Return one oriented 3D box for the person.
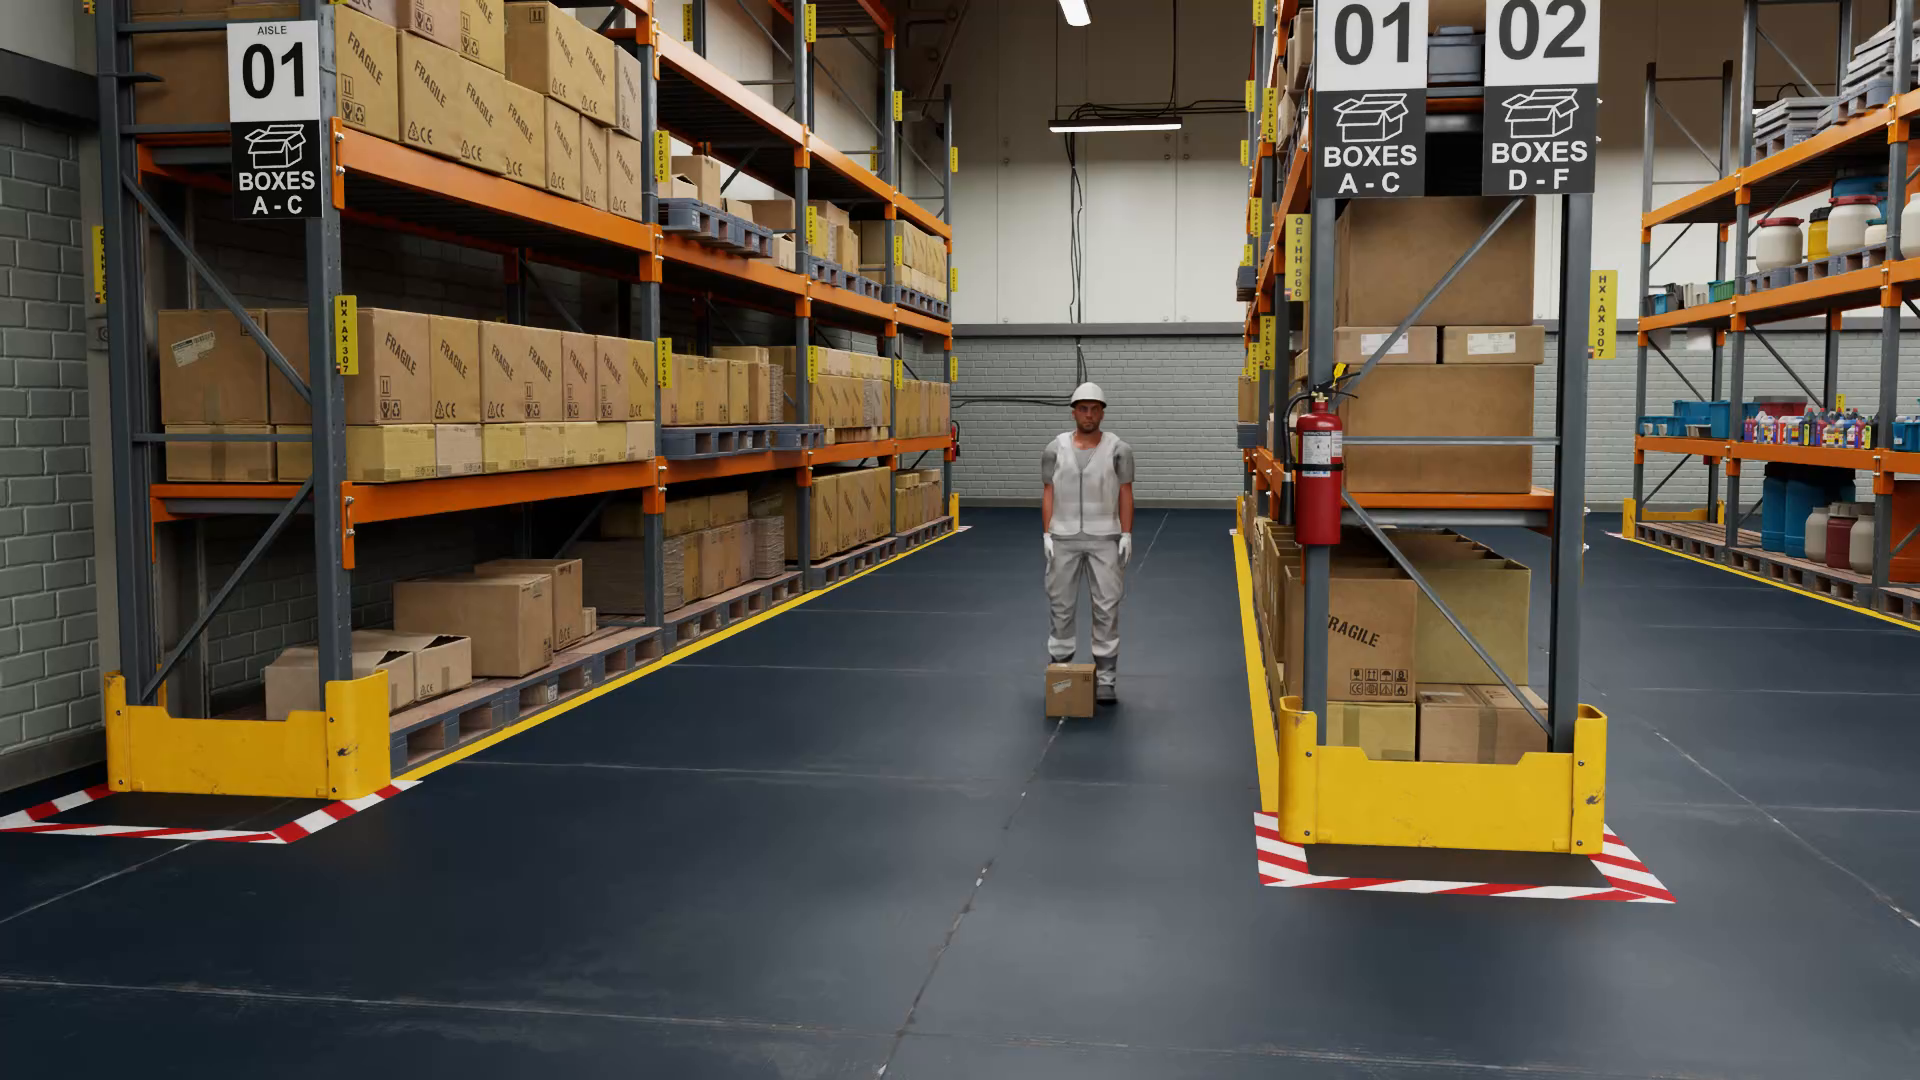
[{"bbox_3d":[0.710,0.016,9.333,0.523,1.799,0.350,1,4,10],"label":"person"}]
